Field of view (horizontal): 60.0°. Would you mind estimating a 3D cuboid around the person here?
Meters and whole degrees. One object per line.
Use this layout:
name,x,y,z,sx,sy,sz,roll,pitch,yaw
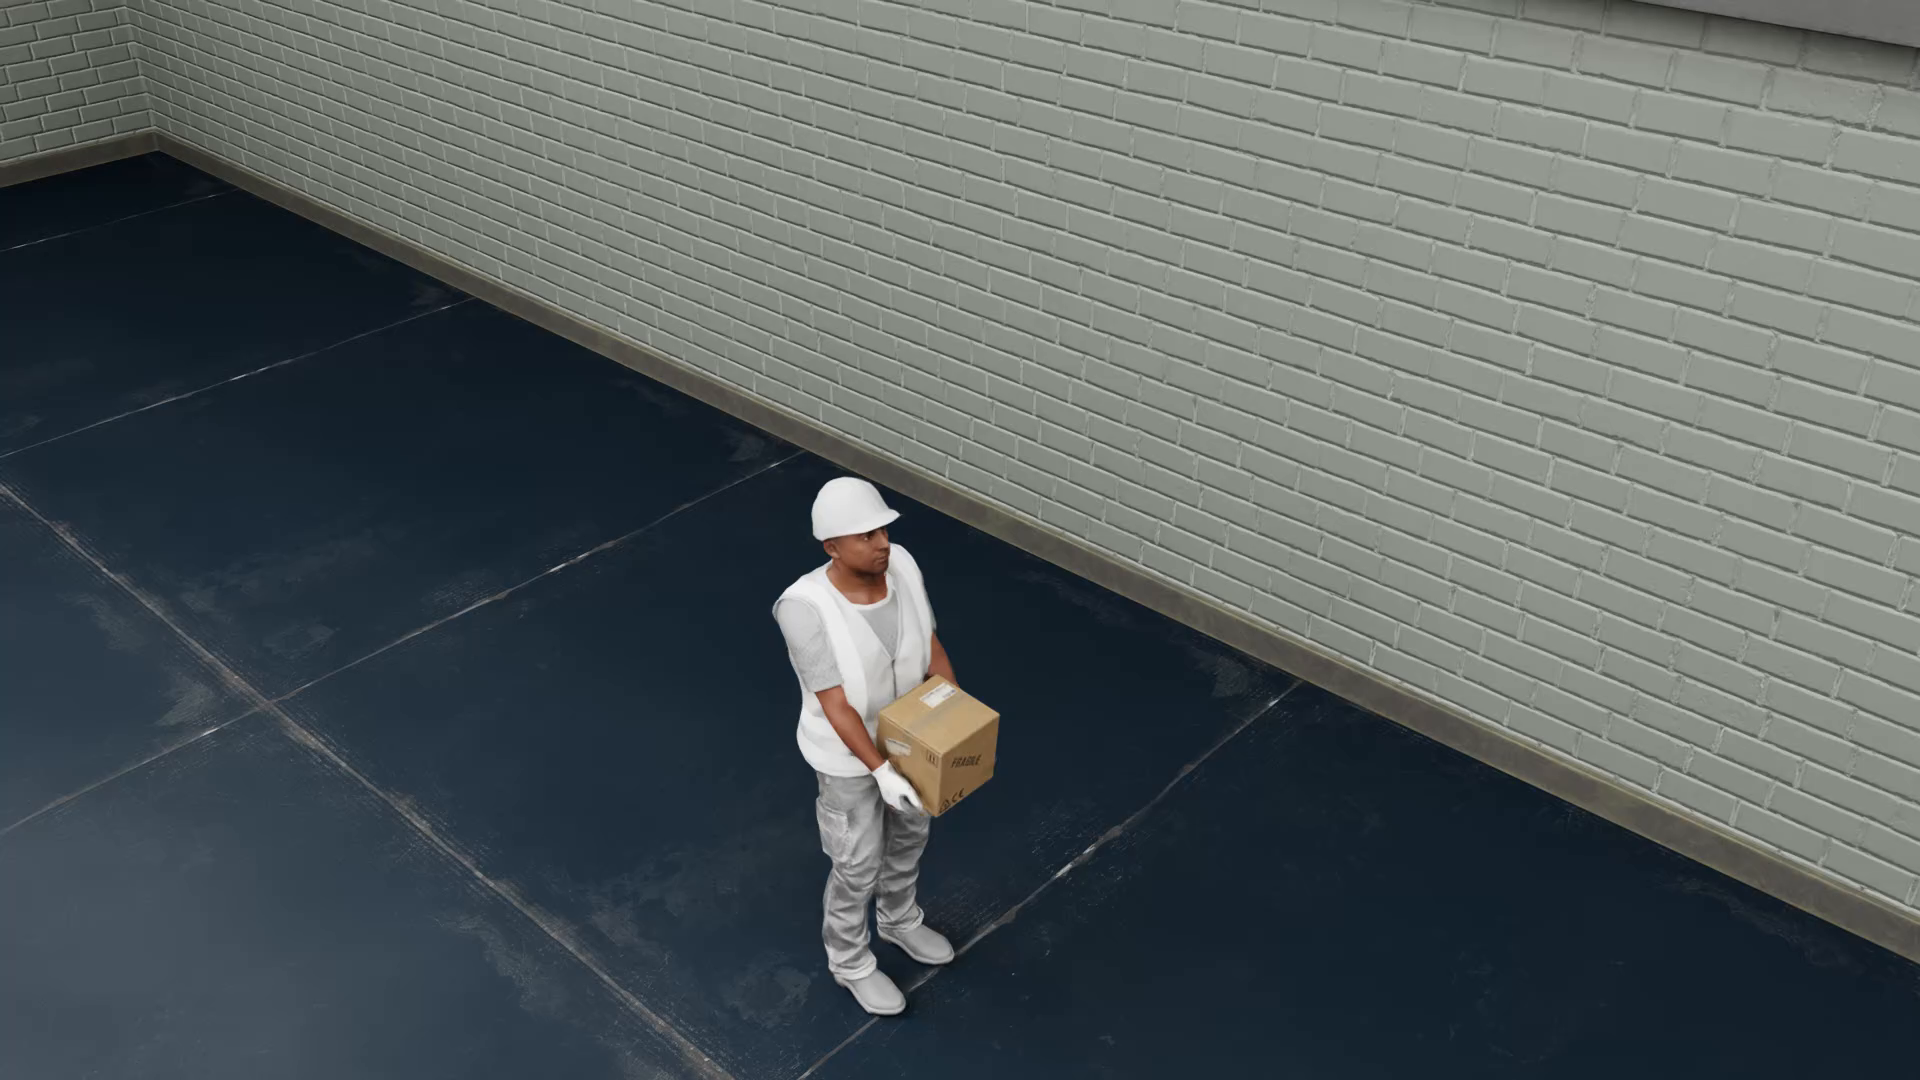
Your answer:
person,-0.205,0.658,5.020,0.573,1.784,0.495,27,40,37
